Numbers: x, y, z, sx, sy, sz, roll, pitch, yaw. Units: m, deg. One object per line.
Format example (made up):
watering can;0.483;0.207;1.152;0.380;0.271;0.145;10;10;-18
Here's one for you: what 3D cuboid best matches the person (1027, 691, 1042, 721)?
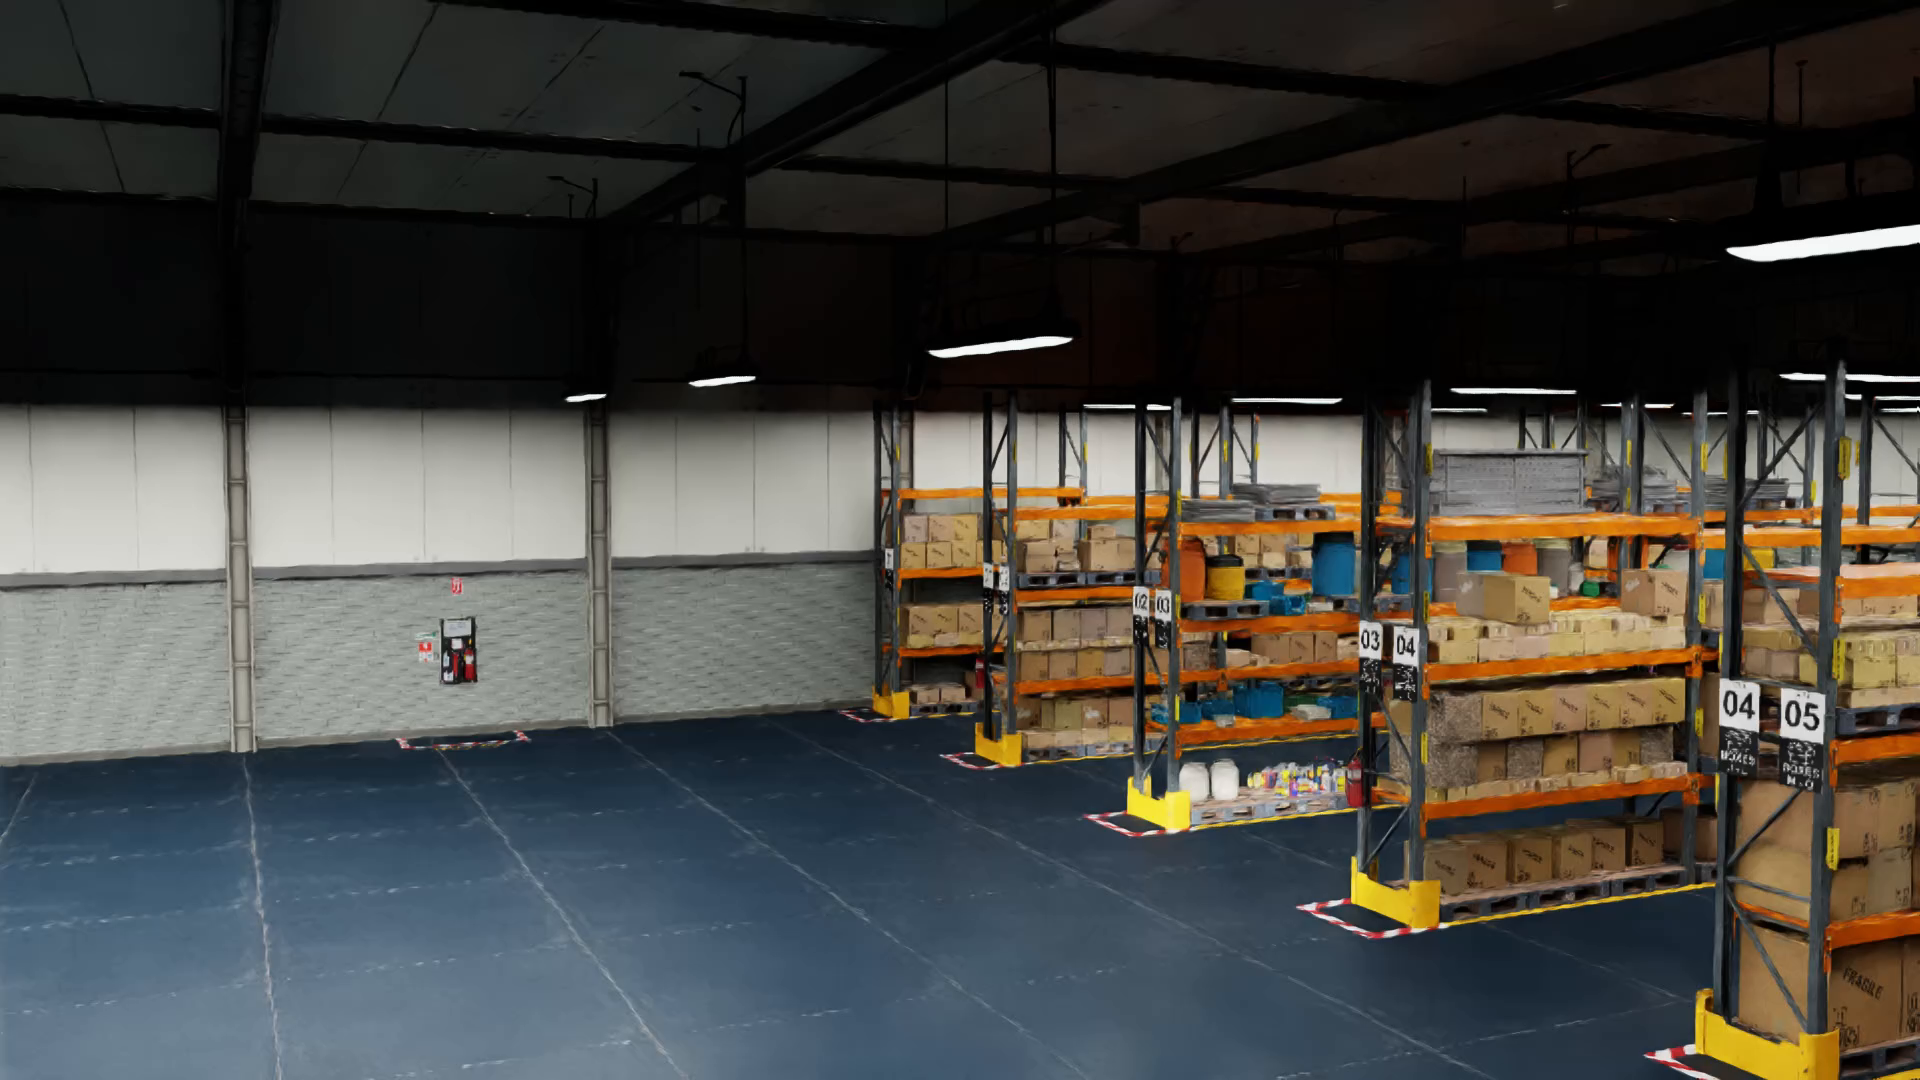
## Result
person;1.366;2.606;30.231;0.821;1.577;0.647;-3;4;-42
